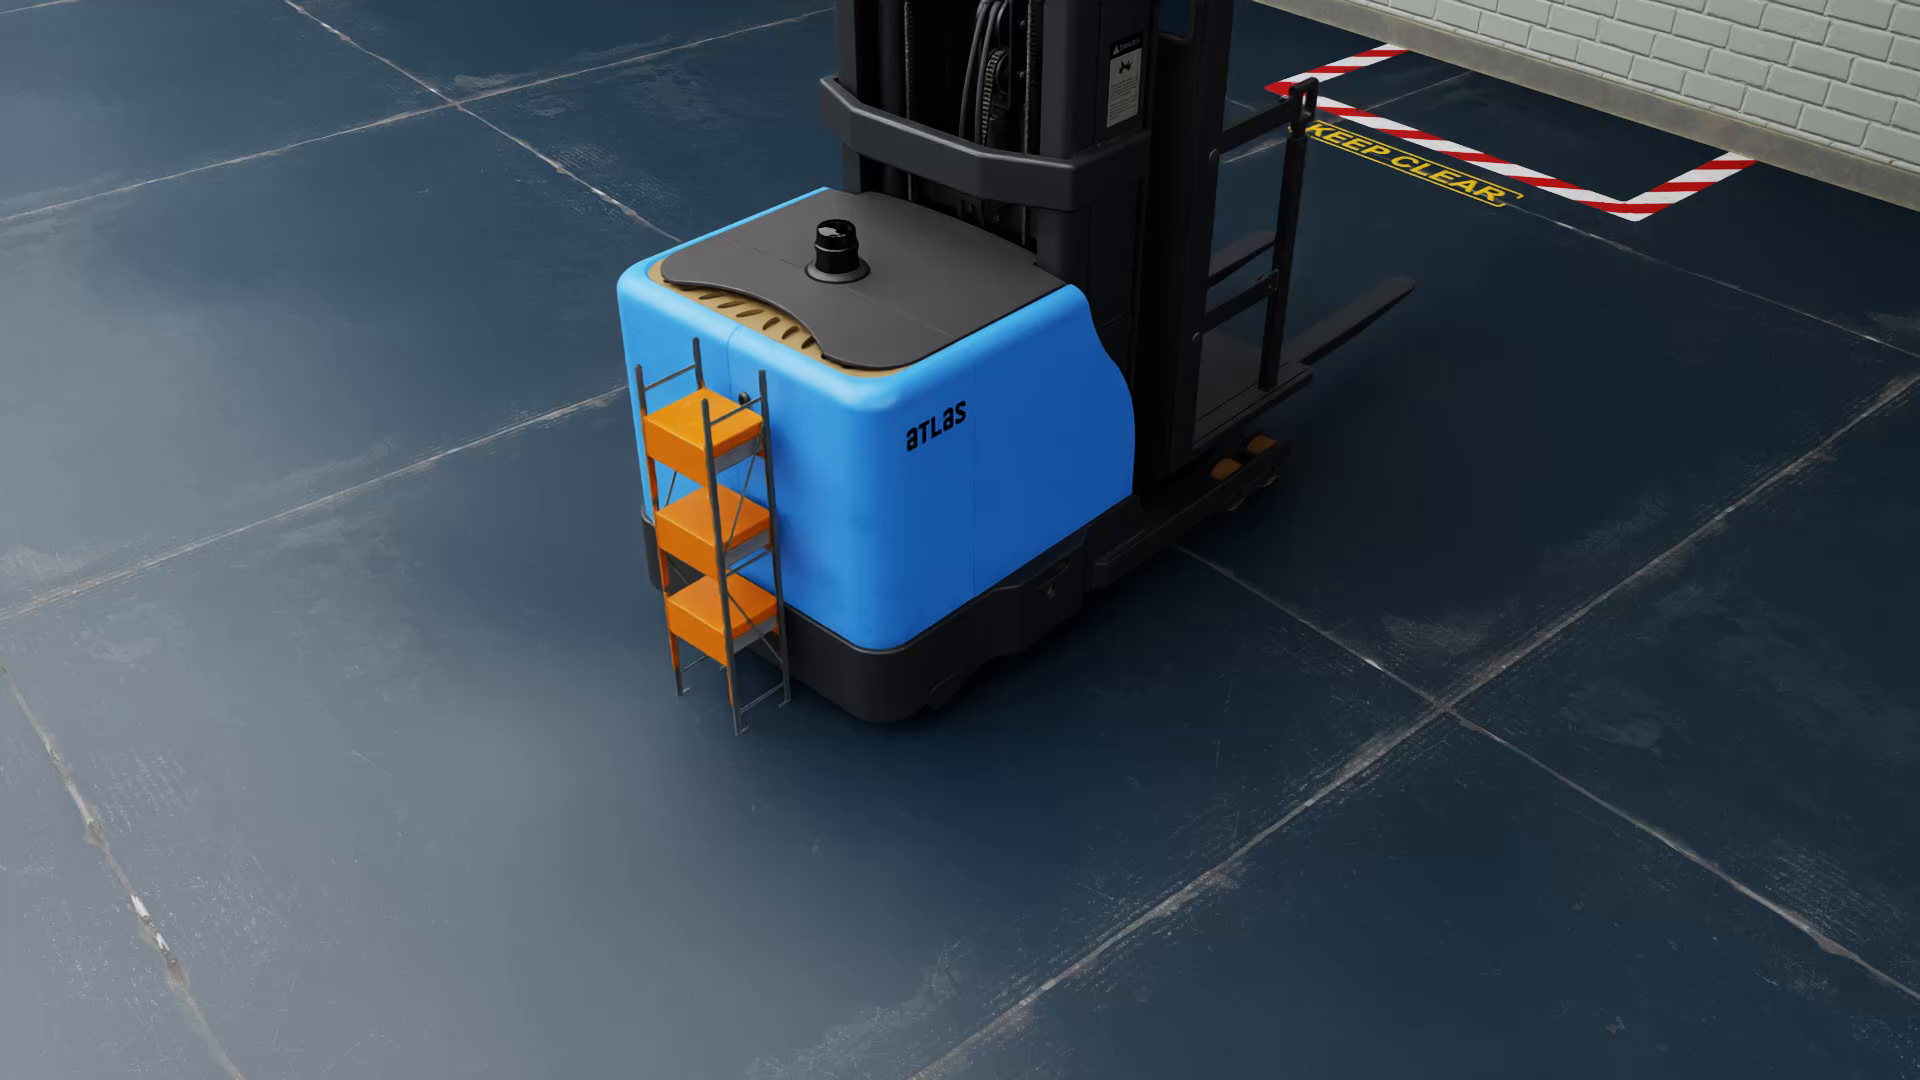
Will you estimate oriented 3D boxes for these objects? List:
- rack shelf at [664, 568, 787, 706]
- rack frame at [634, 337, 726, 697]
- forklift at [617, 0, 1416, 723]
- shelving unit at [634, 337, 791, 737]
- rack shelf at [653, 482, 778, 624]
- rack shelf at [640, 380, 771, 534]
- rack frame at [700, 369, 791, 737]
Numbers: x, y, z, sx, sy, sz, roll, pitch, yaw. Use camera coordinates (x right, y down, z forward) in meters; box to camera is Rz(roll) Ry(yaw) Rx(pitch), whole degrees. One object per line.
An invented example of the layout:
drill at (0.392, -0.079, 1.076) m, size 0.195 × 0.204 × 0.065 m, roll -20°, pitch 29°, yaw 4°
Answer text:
rack shelf at (-0.629, 0.248, 4.490) m, size 0.240 × 0.259 × 0.215 m, roll 27°, pitch 44°, yaw 33°
rack frame at (-0.720, -0.034, 4.390) m, size 0.008 × 1.050 × 0.200 m, roll 27°, pitch 44°, yaw 33°
forklift at (0.439, -1.471, 4.791) m, size 1.130 × 2.935 × 3.031 m, roll 28°, pitch 44°, yaw 34°
shelving unit at (-0.629, 0.013, 4.324) m, size 0.252 × 1.050 × 0.215 m, roll 27°, pitch 44°, yaw 33°
rack shelf at (-0.629, 0.021, 4.330) m, size 0.240 × 0.259 × 0.215 m, roll 27°, pitch 44°, yaw 33°
rack shelf at (-0.629, -0.210, 4.166) m, size 0.240 × 0.259 × 0.215 m, roll 27°, pitch 44°, yaw 33°
rack frame at (-0.539, 0.060, 4.257) m, size 0.008 × 1.050 × 0.200 m, roll 27°, pitch 44°, yaw 33°
